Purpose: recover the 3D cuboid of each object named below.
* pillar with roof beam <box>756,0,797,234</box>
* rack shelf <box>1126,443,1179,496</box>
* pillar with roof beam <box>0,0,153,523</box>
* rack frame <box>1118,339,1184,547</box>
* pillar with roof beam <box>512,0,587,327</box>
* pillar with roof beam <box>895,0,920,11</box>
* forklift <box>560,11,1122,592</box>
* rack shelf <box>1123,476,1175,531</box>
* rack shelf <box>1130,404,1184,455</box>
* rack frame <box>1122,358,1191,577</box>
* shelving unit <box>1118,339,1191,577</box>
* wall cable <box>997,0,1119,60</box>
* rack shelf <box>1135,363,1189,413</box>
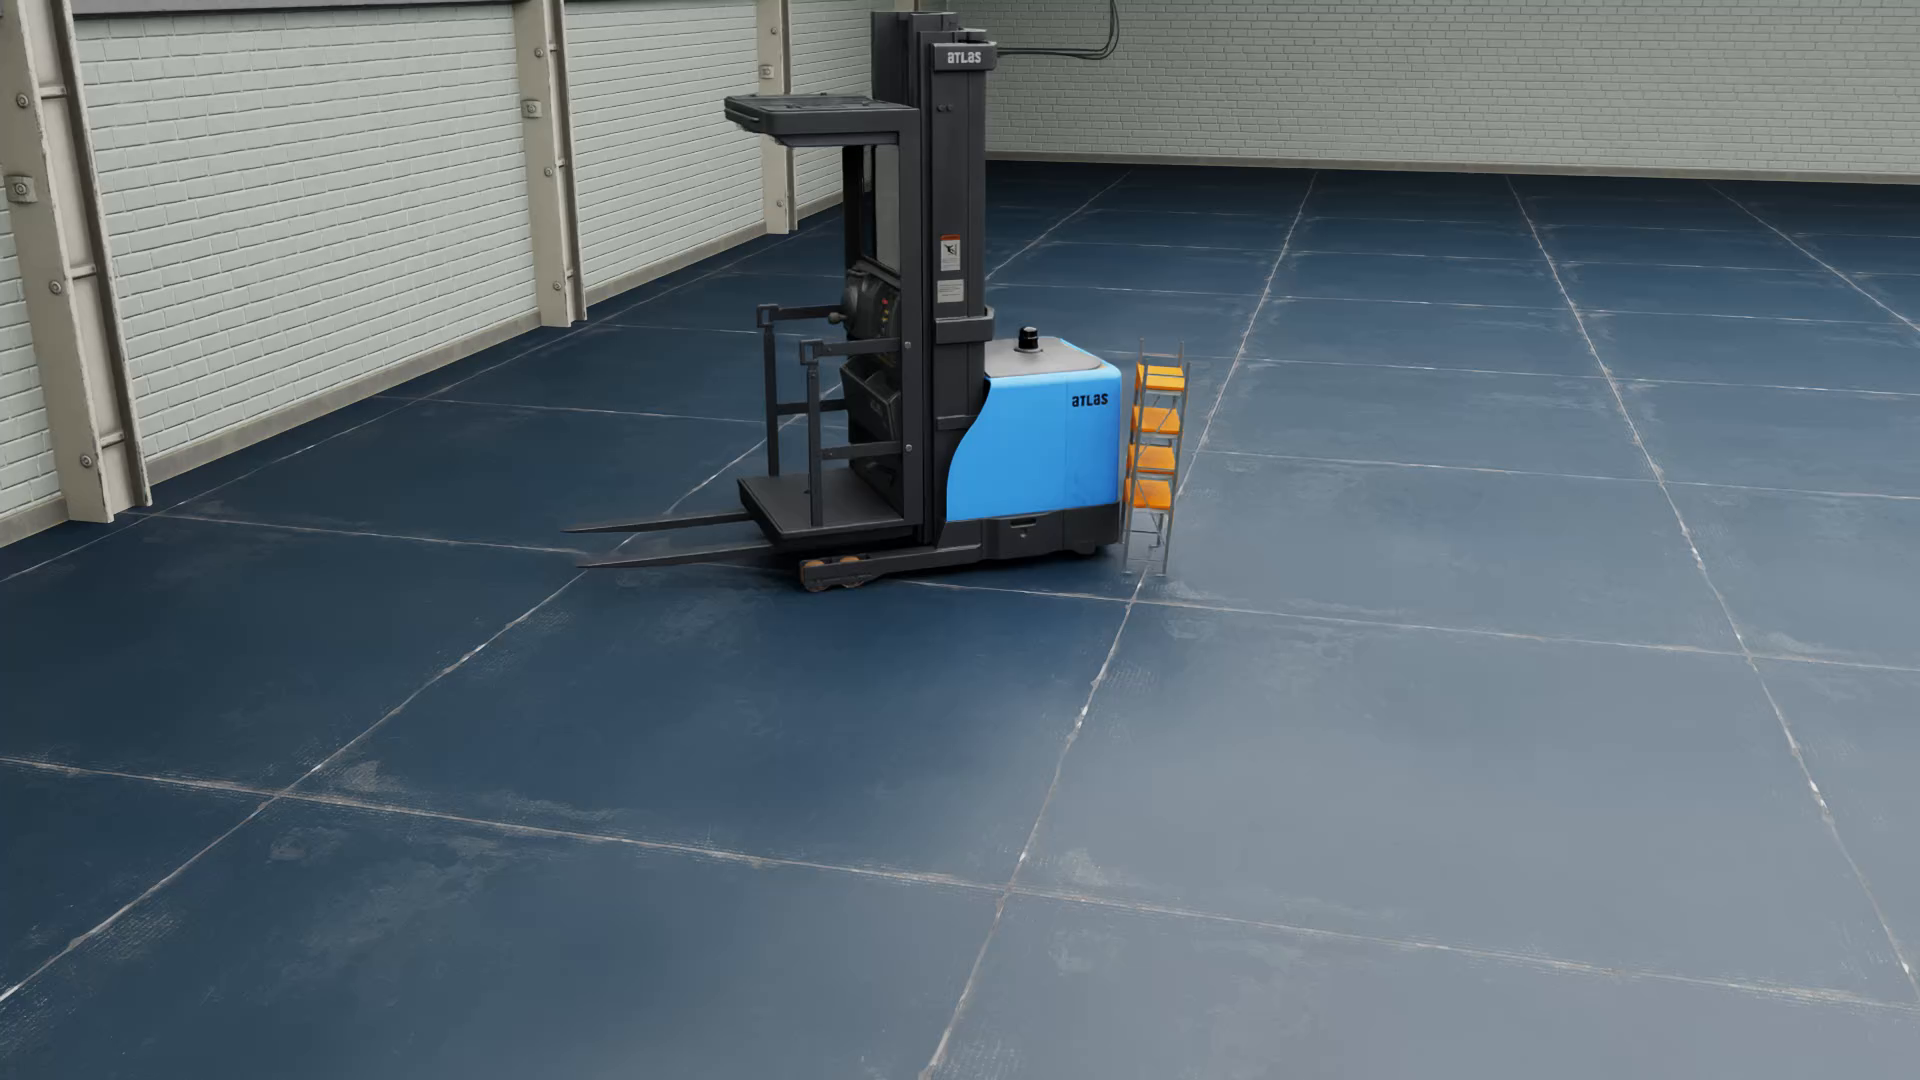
[{"bbox_3d":[1.889,-7.856,18.764,9.100,9.000,0.400,5,19,13],"label":"pillar with roof beam"},{"bbox_3d":[1.056,-0.393,9.162,0.258,0.148,0.480,5,19,1],"label":"rack shelf"},{"bbox_3d":[-1.042,-4.094,7.753,9.100,9.000,0.400,5,19,13],"label":"pillar with roof beam"},{"bbox_3d":[1.073,-0.535,9.371,0.240,1.200,0.015,5,19,1],"label":"rack frame"},{"bbox_3d":[0.424,-5.975,13.259,9.100,9.000,0.400,5,19,13],"label":"pillar with roof beam"},{"bbox_3d":[3.355,-9.736,24.270,9.100,9.000,0.400,5,19,13],"label":"pillar with roof beam"},{"bbox_3d":[-0.669,-1.300,8.959,3.031,2.935,1.130,-6,20,-18],"label":"forklift"},{"bbox_3d":[1.042,-0.206,9.227,0.258,0.148,0.480,5,19,1],"label":"rack shelf"},{"bbox_3d":[1.072,-0.604,9.089,0.258,0.148,0.480,5,19,1],"label":"rack shelf"},{"bbox_3d":[1.048,-0.377,8.910,0.240,1.200,0.015,5,19,1],"label":"rack frame"},{"bbox_3d":[1.061,-0.456,9.140,0.258,1.200,0.503,5,19,1],"label":"shelving unit"},{"bbox_3d":[1.183,-9.426,28.165,3.097,2.526,0.112,5,19,13],"label":"wall cable"},{"bbox_3d":[1.088,-0.827,9.012,0.258,0.148,0.480,5,19,1],"label":"rack shelf"}]
